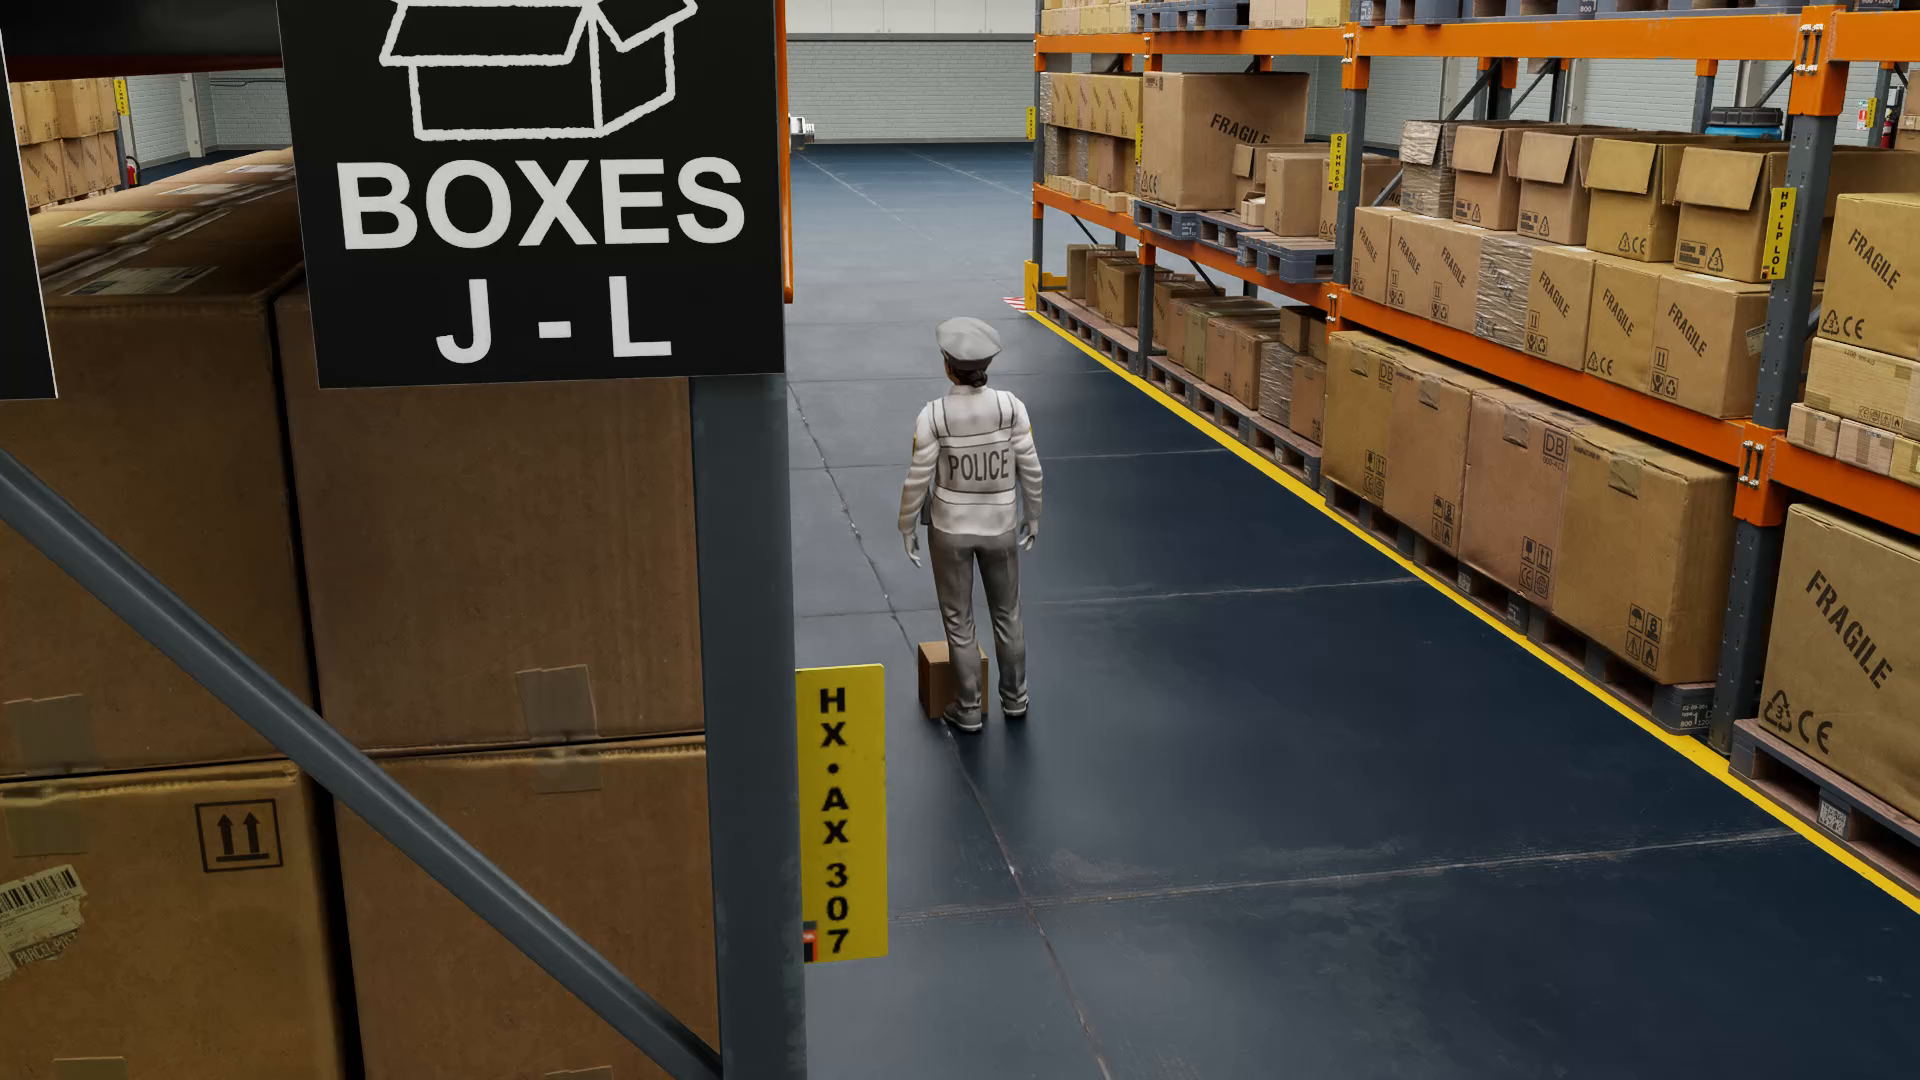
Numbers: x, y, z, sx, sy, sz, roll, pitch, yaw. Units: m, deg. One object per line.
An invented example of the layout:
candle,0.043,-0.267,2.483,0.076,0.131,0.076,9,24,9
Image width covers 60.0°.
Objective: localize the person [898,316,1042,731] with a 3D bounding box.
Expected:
person,0.037,-0.059,6.647,0.588,1.697,0.534,-3,17,-11
